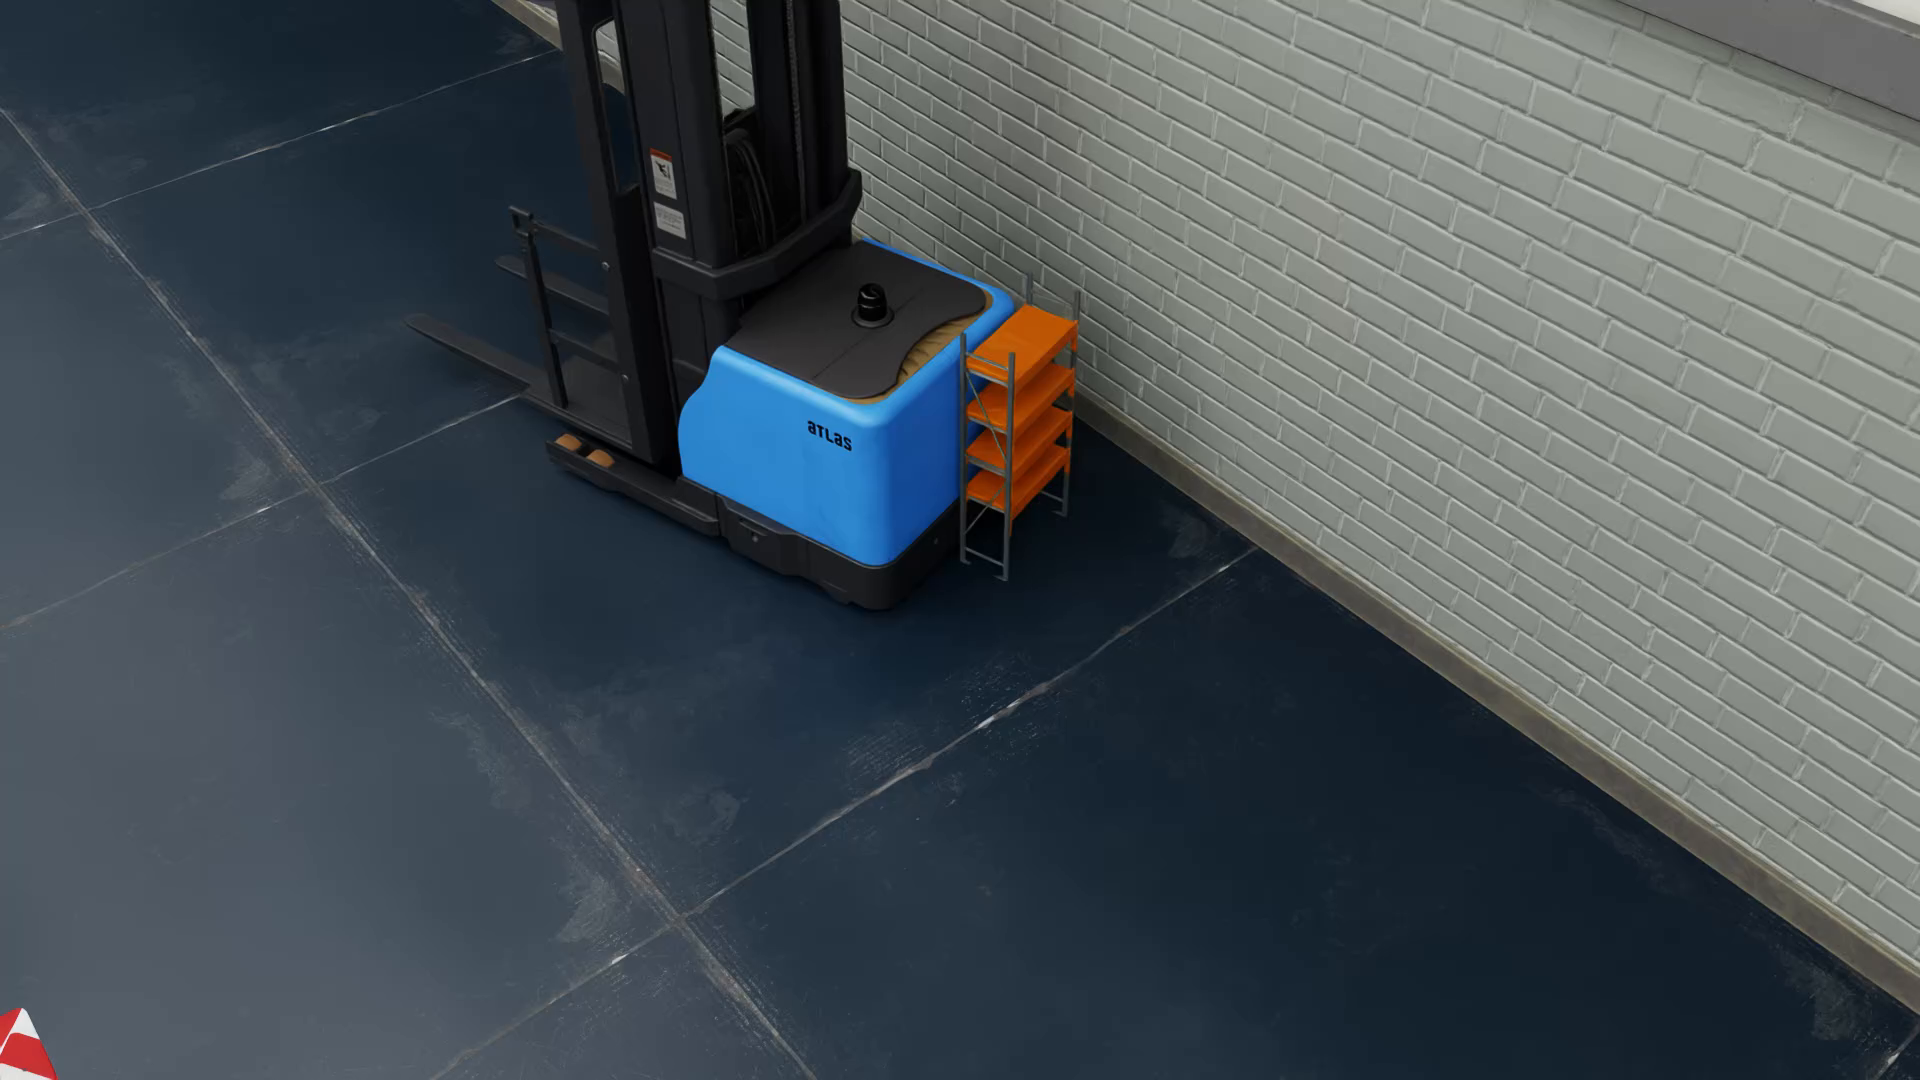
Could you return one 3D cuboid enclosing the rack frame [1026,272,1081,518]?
[{"bbox_3d":[0.371,-0.585,6.997,0.240,1.200,0.015,24,48,24],"label":"rack frame"}]

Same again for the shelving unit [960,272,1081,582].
[{"bbox_3d":[0.237,-0.446,6.848,0.258,1.200,0.503,24,48,24],"label":"shelving unit"}]

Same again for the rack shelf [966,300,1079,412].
[{"bbox_3d":[0.237,-0.732,6.579,0.258,0.148,0.480,24,48,24],"label":"rack shelf"}]

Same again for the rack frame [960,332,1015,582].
[{"bbox_3d":[0.103,-0.306,6.700,0.240,1.200,0.015,24,48,24],"label":"rack frame"}]

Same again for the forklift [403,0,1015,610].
[{"bbox_3d":[-1.267,-1.581,6.792,3.031,2.935,1.130,25,49,24],"label":"forklift"}]

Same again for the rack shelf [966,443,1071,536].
[{"bbox_3d":[0.237,-0.252,7.030,0.258,0.148,0.480,24,48,24],"label":"rack shelf"}]

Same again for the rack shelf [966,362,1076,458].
[{"bbox_3d":[0.237,-0.560,6.741,0.258,0.148,0.480,24,48,24],"label":"rack shelf"}]

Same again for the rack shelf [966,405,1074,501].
[{"bbox_3d":[0.237,-0.397,6.894,0.258,0.148,0.480,24,48,24],"label":"rack shelf"}]
